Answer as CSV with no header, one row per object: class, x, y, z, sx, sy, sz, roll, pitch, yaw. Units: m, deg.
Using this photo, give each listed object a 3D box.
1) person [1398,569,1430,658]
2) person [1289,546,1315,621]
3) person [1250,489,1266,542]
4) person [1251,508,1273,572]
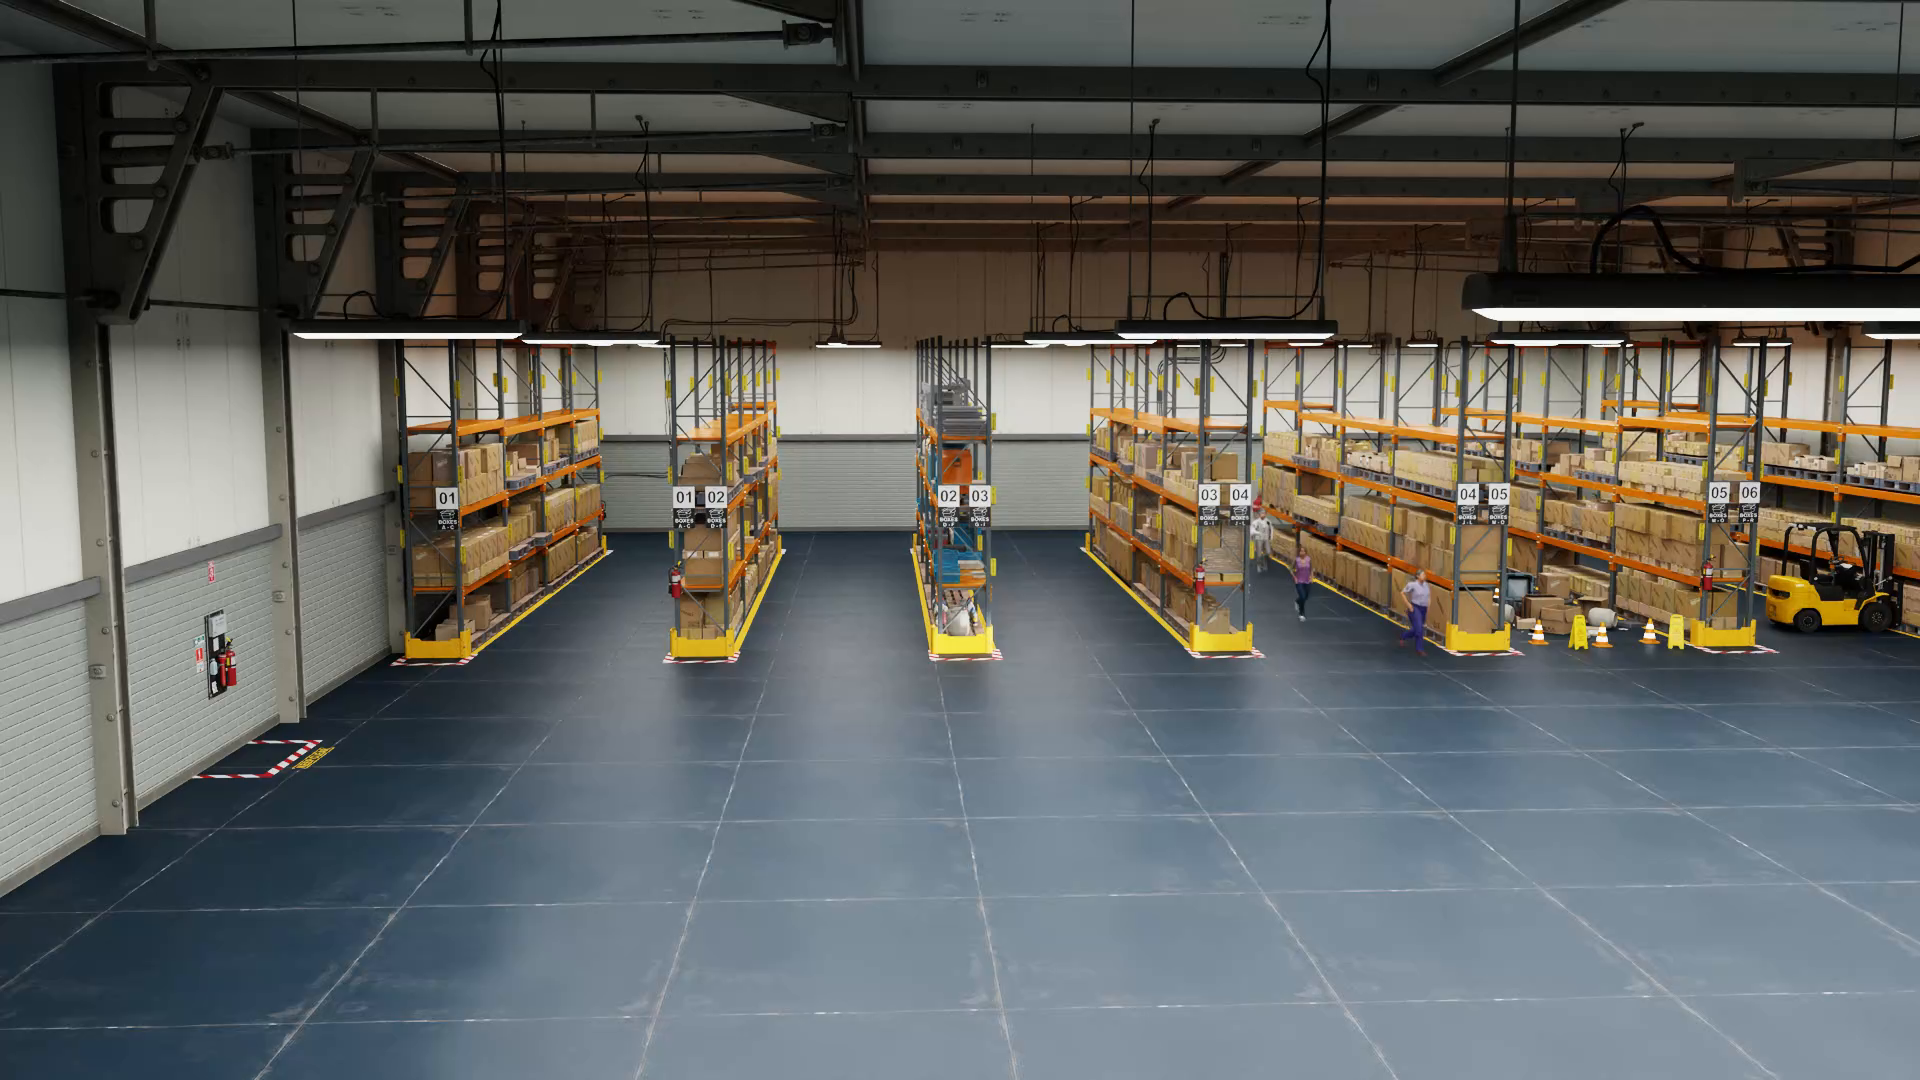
person,8.649,1.364,31.479,0.651,1.637,0.886,-4,8,-32
person,7.299,0.914,35.575,0.540,1.598,0.652,-1,7,-5
person,8.744,-0.676,48.768,0.984,1.715,0.702,-2,7,-20
person,7.815,0.013,42.898,0.635,1.670,0.610,-1,7,-4
